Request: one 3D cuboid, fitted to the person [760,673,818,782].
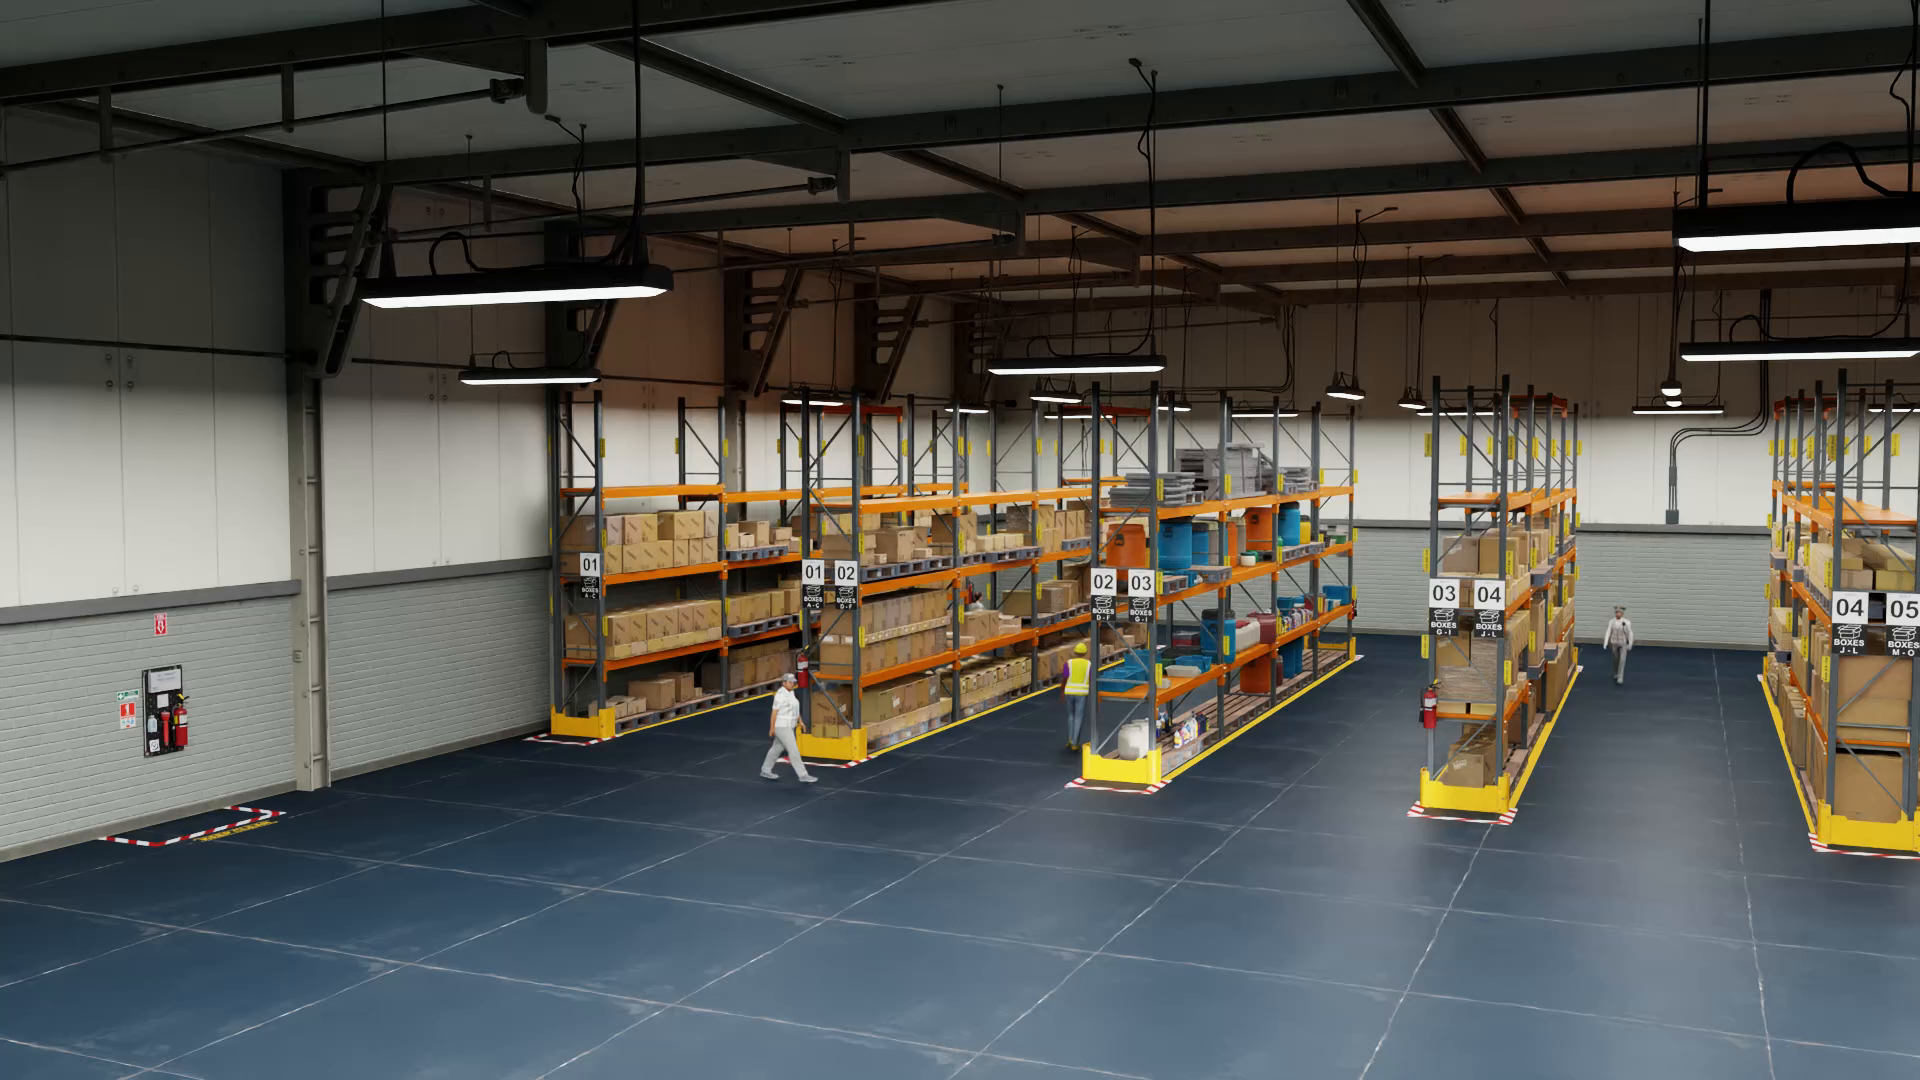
[{"bbox_3d":[-2.554,2.798,24.941,0.968,1.606,0.495,1,3,10],"label":"person"}]

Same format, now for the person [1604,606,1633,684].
[{"bbox_3d":[14.048,2.204,35.465,0.564,1.614,1.034,2,4,26],"label":"person"}]

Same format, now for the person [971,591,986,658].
[{"bbox_3d":[0.393,2.029,38.733,0.472,1.672,0.482,-2,4,-34],"label":"person"}]

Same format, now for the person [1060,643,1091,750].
[{"bbox_3d":[1.964,2.613,27.618,0.575,1.802,0.527,1,3,20],"label":"person"}]

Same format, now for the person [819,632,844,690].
[{"bbox_3d":[-2.542,2.314,32.621,0.626,1.705,1.048,1,3,11],"label":"person"}]
